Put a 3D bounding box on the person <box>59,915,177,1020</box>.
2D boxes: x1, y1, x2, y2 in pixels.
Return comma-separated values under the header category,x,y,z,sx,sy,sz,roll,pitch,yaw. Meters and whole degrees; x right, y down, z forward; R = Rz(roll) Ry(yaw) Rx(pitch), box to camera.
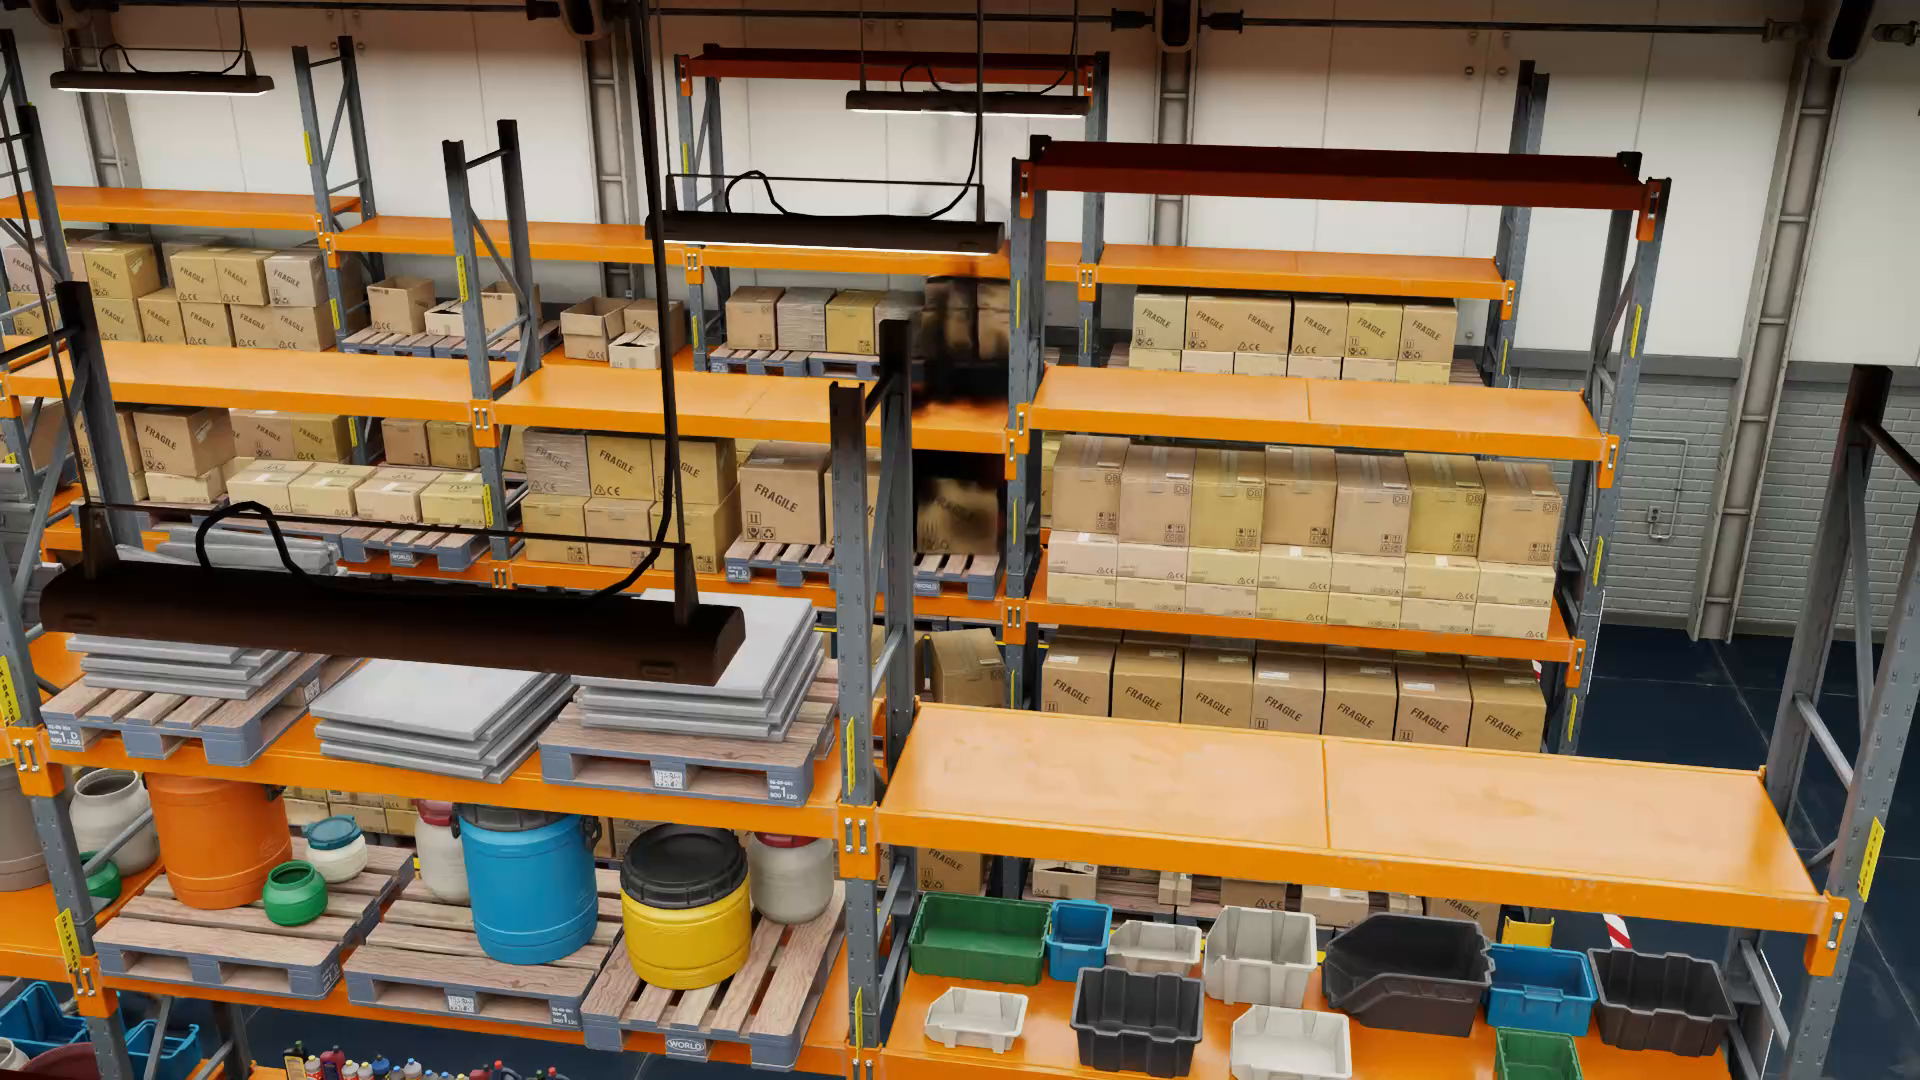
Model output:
category,x,y,z,sx,sy,sz,roll,pitch,yaw
person,-6.140,2.718,11.799,0.968,1.640,0.662,-1,23,-3
